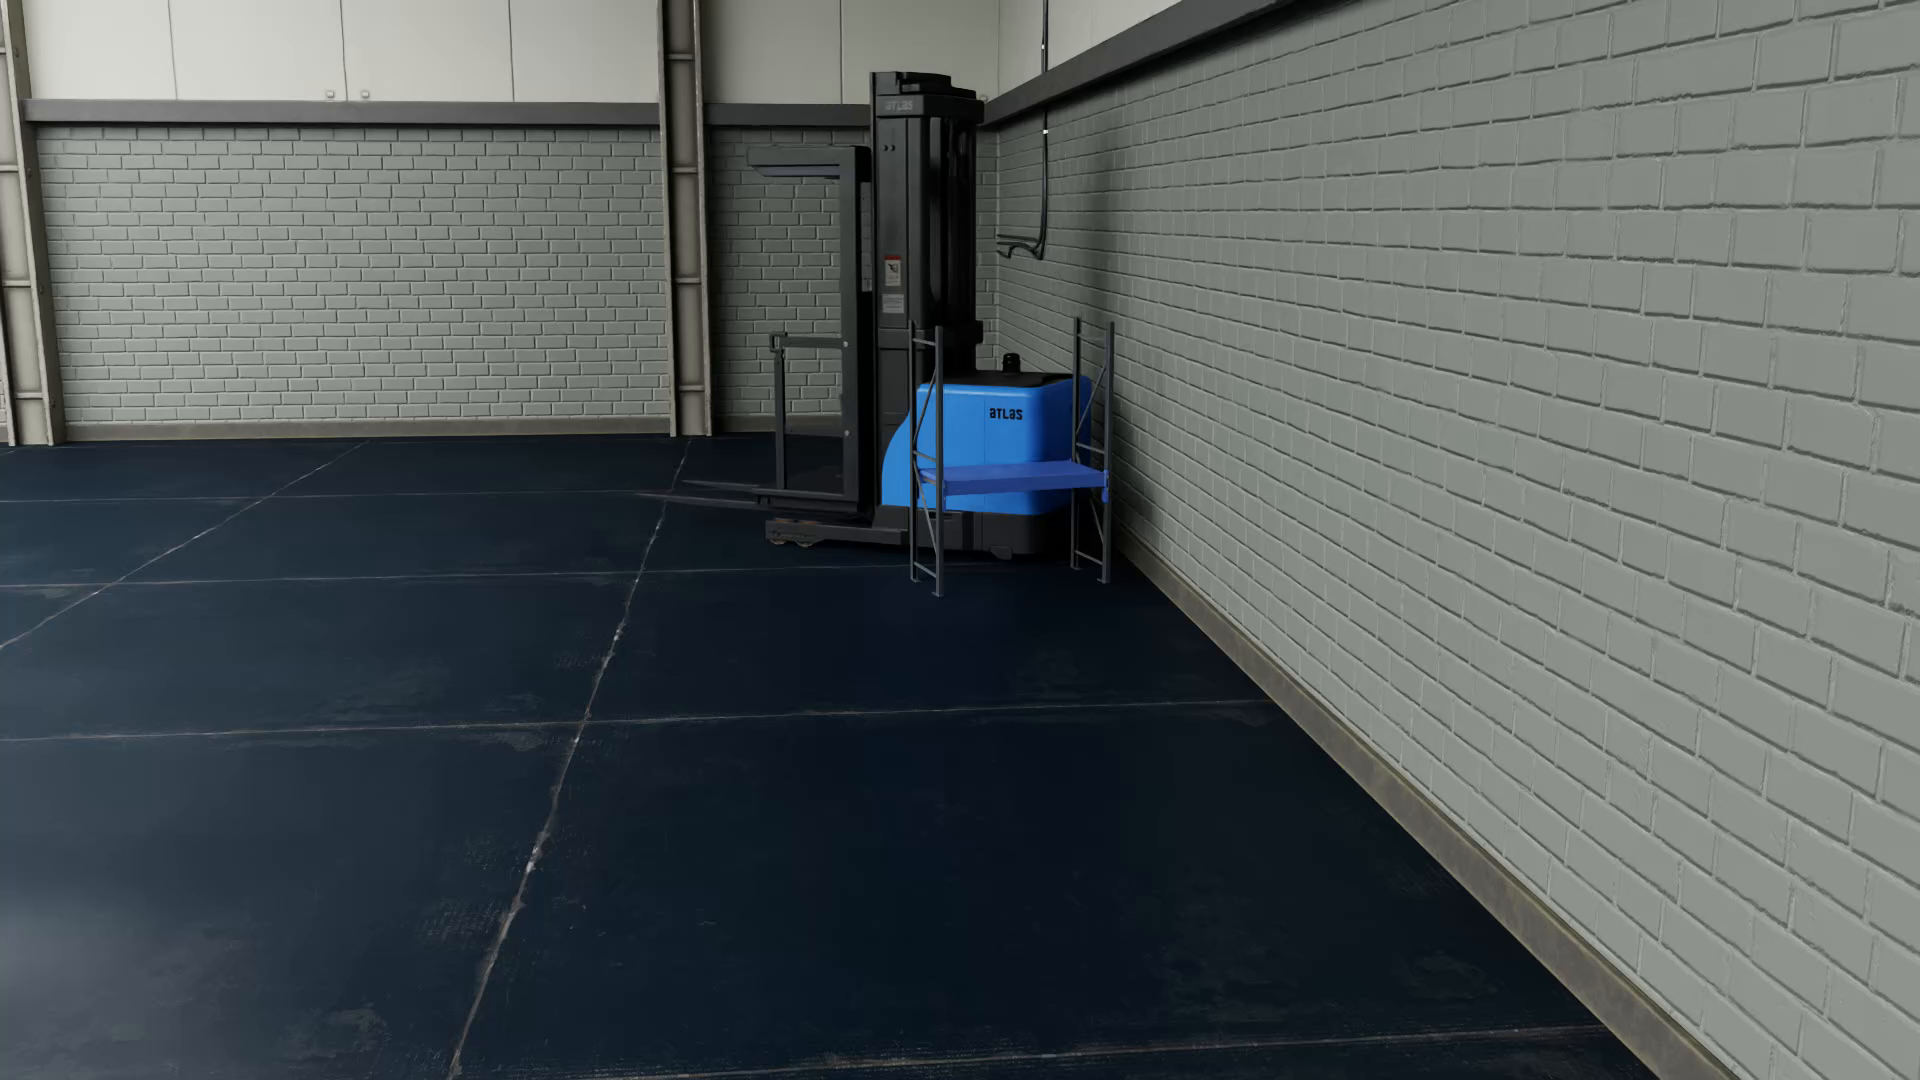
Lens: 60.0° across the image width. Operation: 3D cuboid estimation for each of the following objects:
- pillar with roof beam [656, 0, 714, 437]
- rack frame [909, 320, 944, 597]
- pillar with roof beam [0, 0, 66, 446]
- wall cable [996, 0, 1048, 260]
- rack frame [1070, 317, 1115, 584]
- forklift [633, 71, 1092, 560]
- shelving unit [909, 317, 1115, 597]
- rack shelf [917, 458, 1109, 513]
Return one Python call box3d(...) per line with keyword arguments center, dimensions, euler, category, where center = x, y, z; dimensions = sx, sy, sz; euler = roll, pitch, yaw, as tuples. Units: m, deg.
box3d(center=(-2.123, -4.613, 11.004), dimensions=(0.400, 9.000, 9.100), euler=(-1, 11, -6), category="pillar with roof beam")
box3d(center=(-0.189, -0.463, 9.333), dimensions=(0.032, 1.500, 0.500), euler=(-4, 12, -20), category="rack frame")
box3d(center=(-8.088, -4.488, 10.368), dimensions=(0.400, 9.000, 9.100), euler=(-1, 11, -6), category="pillar with roof beam")
box3d(center=(0.484, -3.723, 14.525), dimensions=(0.112, 2.526, 3.097), euler=(-1, 11, -6), category="wall cable")
box3d(center=(0.766, -0.529, 9.673), dimensions=(0.032, 1.500, 0.500), euler=(-4, 12, -20), category="rack frame")
box3d(center=(-0.705, -1.479, 10.792), dimensions=(3.031, 2.935, 1.130), euler=(5, 12, 23), category="forklift")
box3d(center=(0.288, -0.496, 9.503), dimensions=(1.048, 1.500, 0.538), euler=(-4, 12, -20), category="shelving unit")
box3d(center=(0.288, -0.320, 9.538), dimensions=(1.000, 0.185, 0.538), euler=(-4, 12, -20), category="rack shelf")
